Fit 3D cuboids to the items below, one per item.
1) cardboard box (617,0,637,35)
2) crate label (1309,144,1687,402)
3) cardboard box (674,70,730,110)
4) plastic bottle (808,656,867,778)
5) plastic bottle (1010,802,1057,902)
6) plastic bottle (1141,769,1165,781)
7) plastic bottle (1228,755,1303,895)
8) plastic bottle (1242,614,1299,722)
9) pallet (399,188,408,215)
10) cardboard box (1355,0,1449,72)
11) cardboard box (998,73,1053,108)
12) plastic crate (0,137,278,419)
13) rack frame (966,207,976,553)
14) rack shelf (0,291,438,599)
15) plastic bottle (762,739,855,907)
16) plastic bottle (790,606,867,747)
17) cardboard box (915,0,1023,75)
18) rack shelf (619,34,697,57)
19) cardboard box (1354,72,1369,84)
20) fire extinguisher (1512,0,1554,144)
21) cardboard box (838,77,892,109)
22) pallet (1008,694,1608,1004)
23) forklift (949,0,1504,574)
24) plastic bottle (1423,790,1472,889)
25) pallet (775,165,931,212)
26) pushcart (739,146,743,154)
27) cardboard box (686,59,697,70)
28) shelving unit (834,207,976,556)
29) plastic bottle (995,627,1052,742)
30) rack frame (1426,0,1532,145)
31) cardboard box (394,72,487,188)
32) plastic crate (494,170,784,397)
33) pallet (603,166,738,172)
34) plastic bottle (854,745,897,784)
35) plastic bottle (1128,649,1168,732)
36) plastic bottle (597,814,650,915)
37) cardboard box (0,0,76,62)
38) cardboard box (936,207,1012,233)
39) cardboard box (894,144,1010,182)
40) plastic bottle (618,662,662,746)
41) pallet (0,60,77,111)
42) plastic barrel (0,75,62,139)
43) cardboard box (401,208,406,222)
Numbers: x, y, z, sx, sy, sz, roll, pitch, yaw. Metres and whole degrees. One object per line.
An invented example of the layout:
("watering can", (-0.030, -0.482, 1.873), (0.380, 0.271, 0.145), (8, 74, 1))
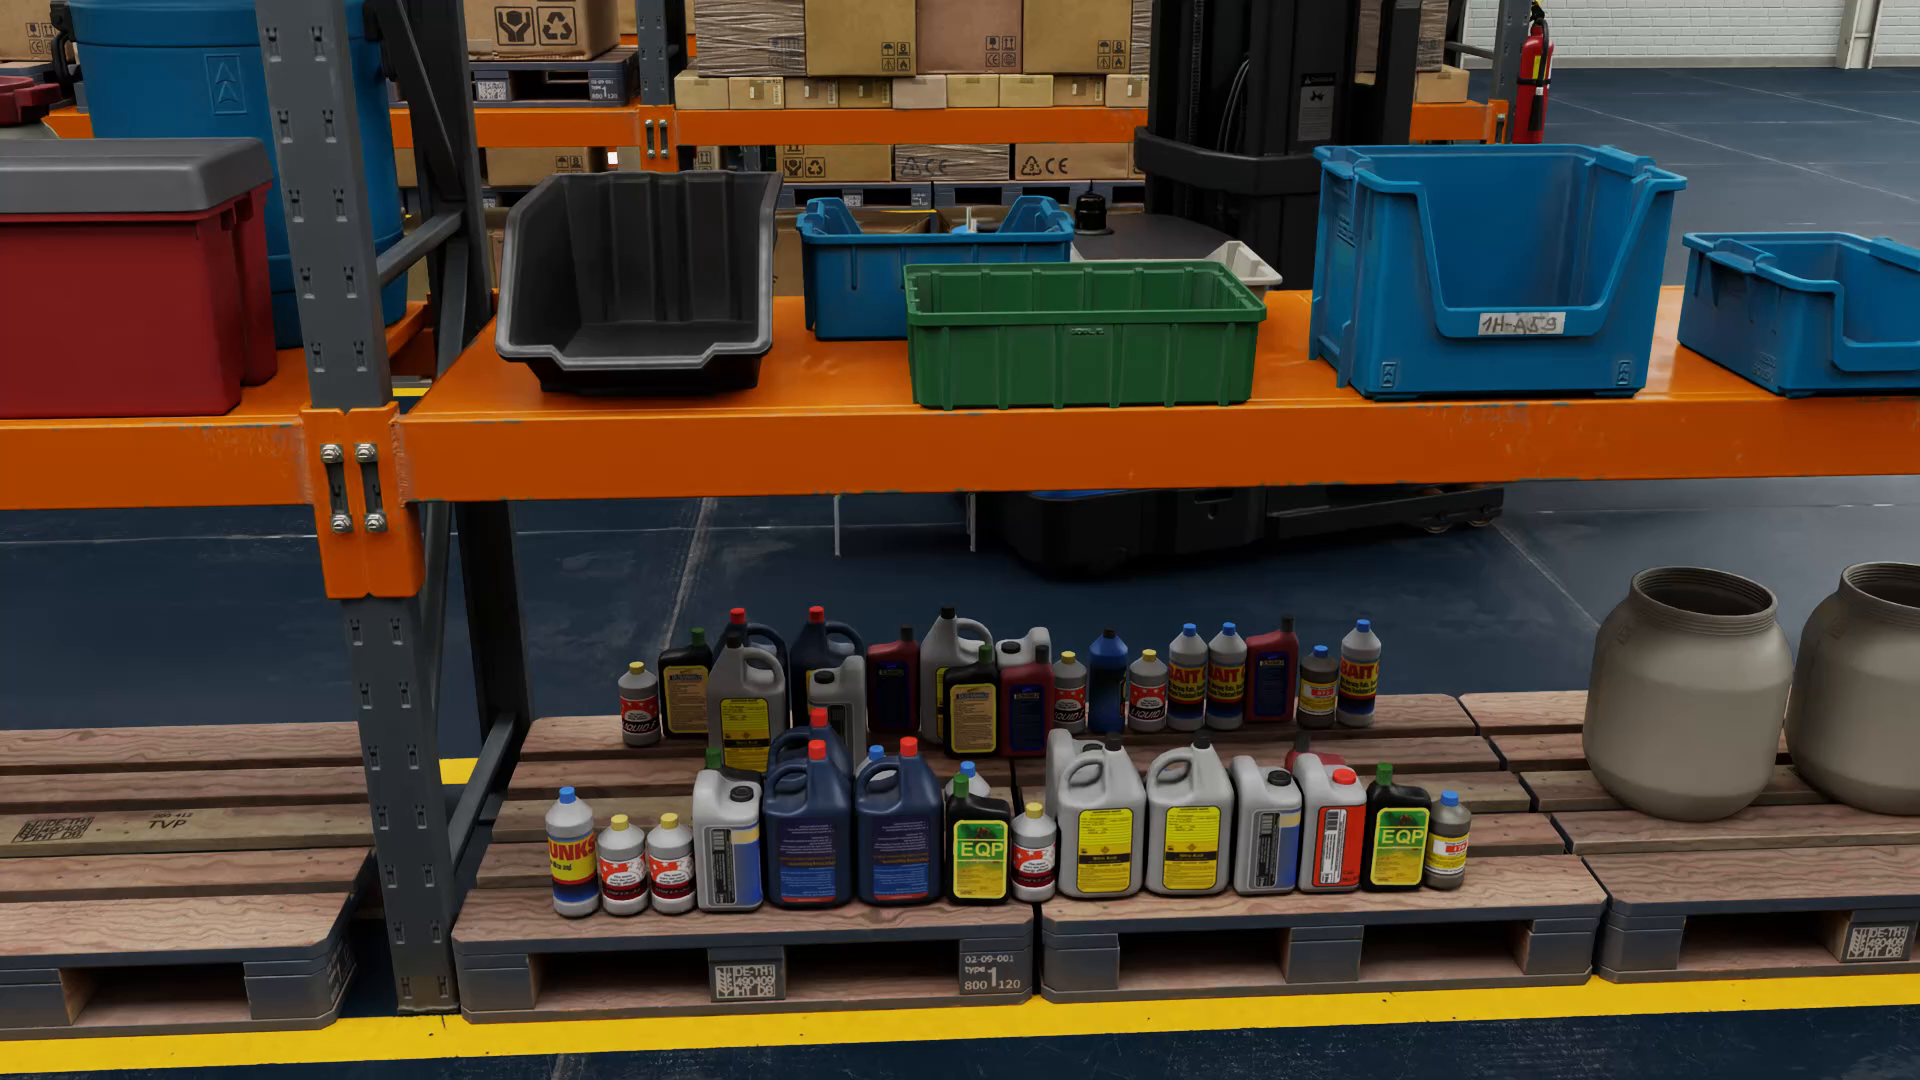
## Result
("cardboard box", (-2.622, -4.035, 12.364), (0.500, 0.500, 0.500), (-1, 21, -4))
("crate label", (1.025, -0.545, 3.288), (0.616, 0.435, 0.502), (-1, 21, -3))
("cardboard box", (-1.198, -2.121, 7.828), (0.250, 0.149, 0.380), (-1, 21, -3))
("plastic bottle", (-0.295, 0.419, 4.014), (0.135, 0.276, 0.152), (-1, 21, -3))
("plastic bottle", (0.155, 0.651, 3.510), (0.097, 0.201, 0.097), (0, 21, 0))
("plastic bottle", (0.431, 0.594, 3.660), (0.097, 0.201, 0.097), (0, 21, 0))
("plastic bottle", (0.646, 0.596, 3.549), (0.135, 0.276, 0.152), (-2, 21, -5))
("plastic bottle", (0.792, 0.326, 4.249), (0.133, 0.283, 0.061), (-1, 21, -2))
("pallet", (-4.814, -2.709, 12.940), (1.213, 0.211, 1.003), (-1, 21, -3))
("cardboard box", (2.013, -2.606, 8.191), (0.500, 0.500, 0.875), (-1, 21, -3))
("cardboard box", (0.299, -2.156, 7.920), (0.250, 0.149, 0.380), (-1, 21, -3))
("plastic crate", (-1.613, -0.492, 3.108), (0.583, 0.464, 0.402), (-1, 21, -3))
("rack frame", (0.039, -0.557, 5.898), (0.015, 1.200, 0.240), (-1, 21, -4))
("rack shelf", (-3.144, -0.204, 3.452), (4.000, 0.370, 1.077), (-1, 21, -3))
("plastic bottle", (-0.317, 0.582, 3.480), (0.185, 0.351, 0.144), (-1, 21, -2))
("plastic bottle", (-0.329, 0.332, 4.138), (0.185, 0.351, 0.144), (-2, 21, -6))
("cardboard box", (0.018, -2.557, 8.063), (0.500, 0.500, 0.875), (-1, 21, -3))
("rack shelf", (-3.608, -3.728, 12.707), (4.000, 0.370, 1.077), (-1, 21, -3))
("cardboard box", (1.795, -2.197, 8.029), (0.250, 0.149, 0.380), (-1, 21, -3))
("fire extinguisher", (2.705, -2.224, 7.856), (0.183, 0.674, 0.296), (-1, 21, -3))
("cardboard box", (-0.450, -2.144, 7.891), (0.250, 0.149, 0.380), (-1, 21, -3))
("pallet", (0.747, 0.698, 3.992), (1.213, 0.211, 1.003), (-1, 21, -3))
("forklift", (1.506, -1.561, 6.103), (3.031, 2.935, 1.130), (-7, 22, -19))
("plastic bottle", (1.038, 0.633, 3.557), (0.097, 0.201, 0.097), (0, 21, 0))
("pallet", (-0.848, -2.789, 13.149), (1.213, 0.211, 1.003), (-1, 21, -3))
("pushcart", (-1.815, -3.826, 15.641), (0.936, 0.377, 1.648), (-9, 23, -22))
("cardboard box", (-1.232, -2.332, 8.383), (0.250, 0.149, 0.380), (-1, 21, -3))
("shelving unit", (-0.204, -0.551, 5.882), (0.503, 1.200, 0.258), (-1, 21, -4))
("plastic bottle", (0.156, 0.359, 4.173), (0.135, 0.276, 0.152), (-1, 21, -2))
("rack frame", (2.564, -2.422, 8.266), (0.127, 3.000, 1.000), (-1, 21, -3))
("cardboard box", (-4.120, -3.167, 12.796), (0.750, 0.750, 1.050), (-1, 21, -2))
("plastic crate", (-0.617, -0.517, 3.351), (0.504, 0.338, 0.767), (-1, 21, -3))
("pallet", (-2.378, -2.759, 13.070), (1.213, 0.211, 1.003), (-1, 21, -3))
("plastic bottle", (-0.179, 0.574, 3.615), (0.097, 0.271, 0.097), (0, 21, 0))
("plastic bottle", (0.478, 0.377, 4.229), (0.097, 0.201, 0.097), (0, 21, 0))
("plastic bottle", (-0.702, 0.668, 3.464), (0.097, 0.201, 0.097), (0, 21, 0))
("cardboard box", (-4.335, -2.574, 7.936), (0.500, 0.500, 0.700), (2, 21, 5))
("cardboard box", (0.159, -1.417, 8.551), (0.500, 0.500, 0.500), (-3, 21, -8))
("cardboard box", (-0.080, -3.315, 13.009), (0.875, 0.875, 0.875), (-1, 21, -3))
("plastic bottle", (-0.802, 0.403, 4.161), (0.097, 0.201, 0.097), (0, 21, 0))
("pallet", (-4.718, -2.222, 8.011), (1.003, 0.211, 1.213), (-1, 21, -3))
("plastic barrel", (-2.114, -0.703, 3.561), (0.433, 0.535, 0.433), (0, 21, 0))
("cardboard box", (-3.080, -1.358, 8.368), (0.500, 0.500, 0.700), (-3, 21, -8))
